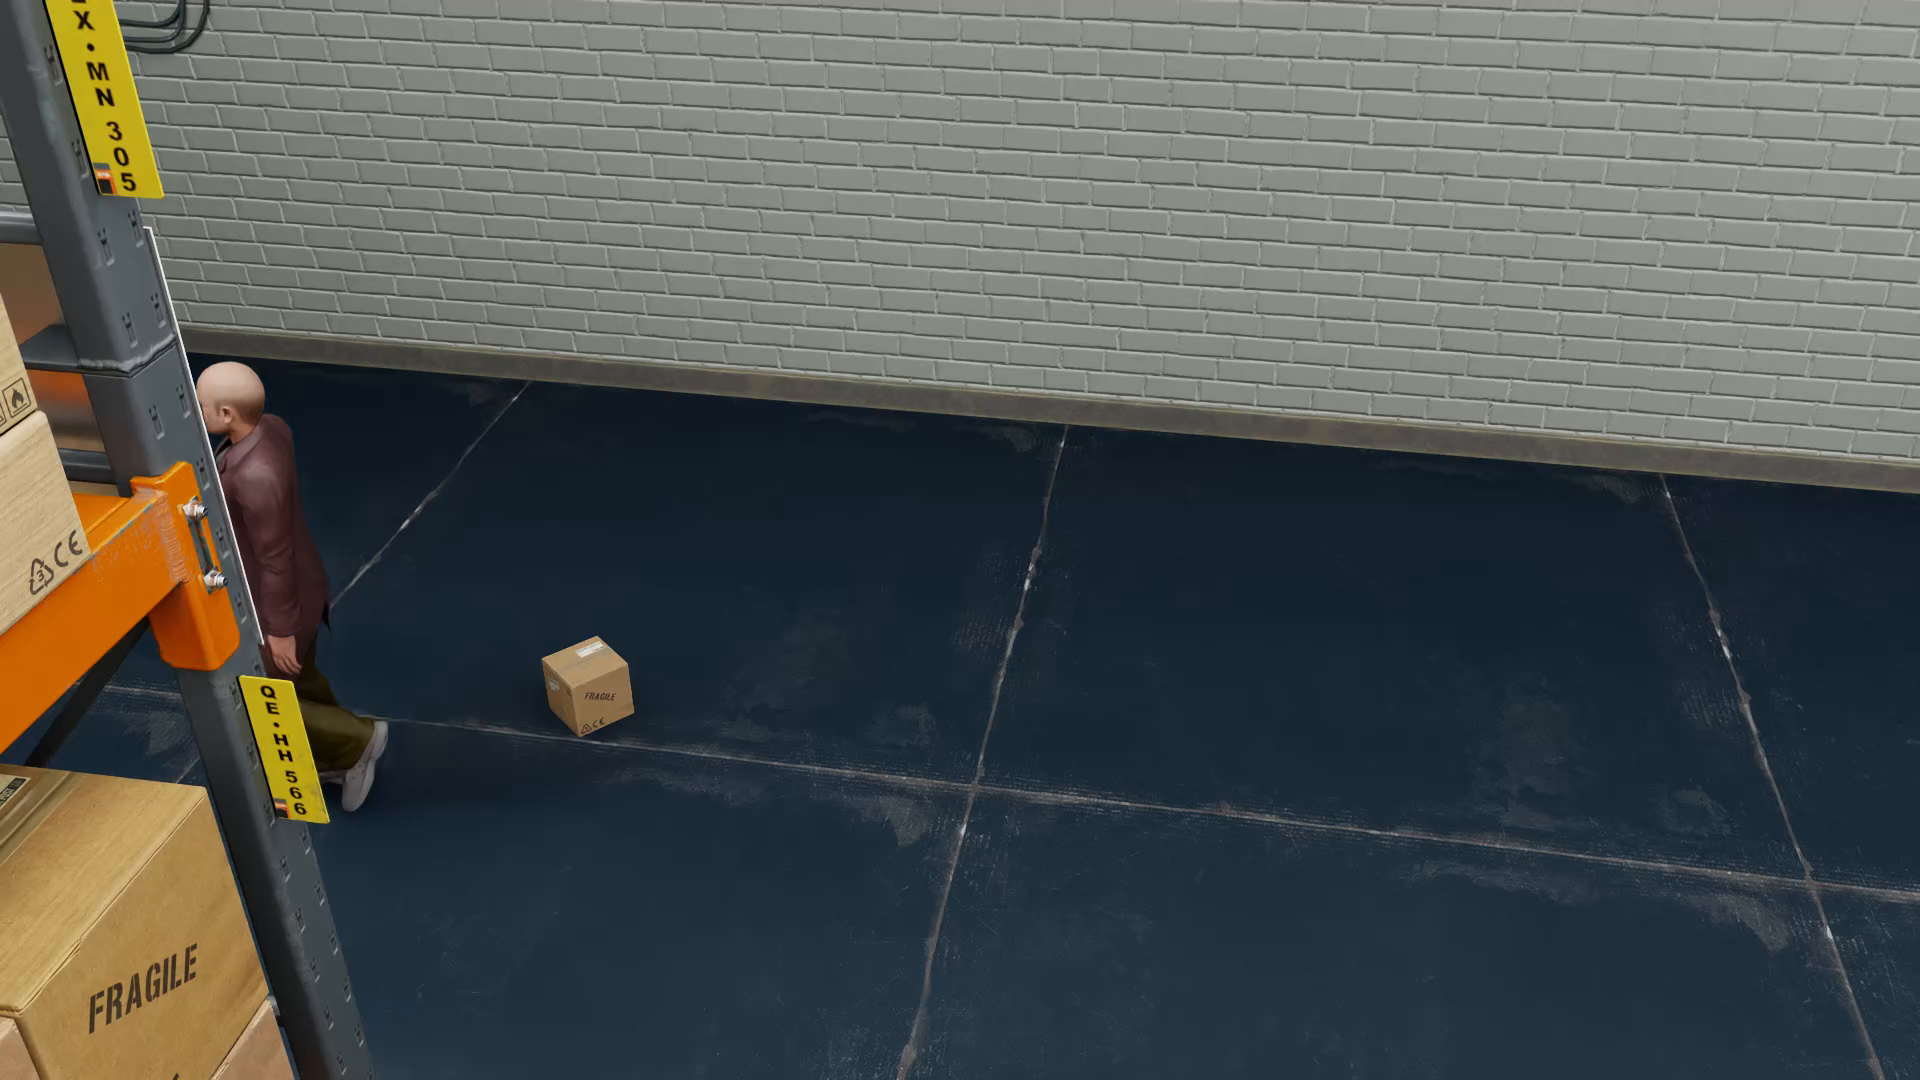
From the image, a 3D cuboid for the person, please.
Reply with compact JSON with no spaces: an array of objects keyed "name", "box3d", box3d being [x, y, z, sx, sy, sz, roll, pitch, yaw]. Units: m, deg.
[{"name":"person","box3d":[-2.368,0.198,5.779,0.525,1.775,0.607,-9,33,-14]}]
